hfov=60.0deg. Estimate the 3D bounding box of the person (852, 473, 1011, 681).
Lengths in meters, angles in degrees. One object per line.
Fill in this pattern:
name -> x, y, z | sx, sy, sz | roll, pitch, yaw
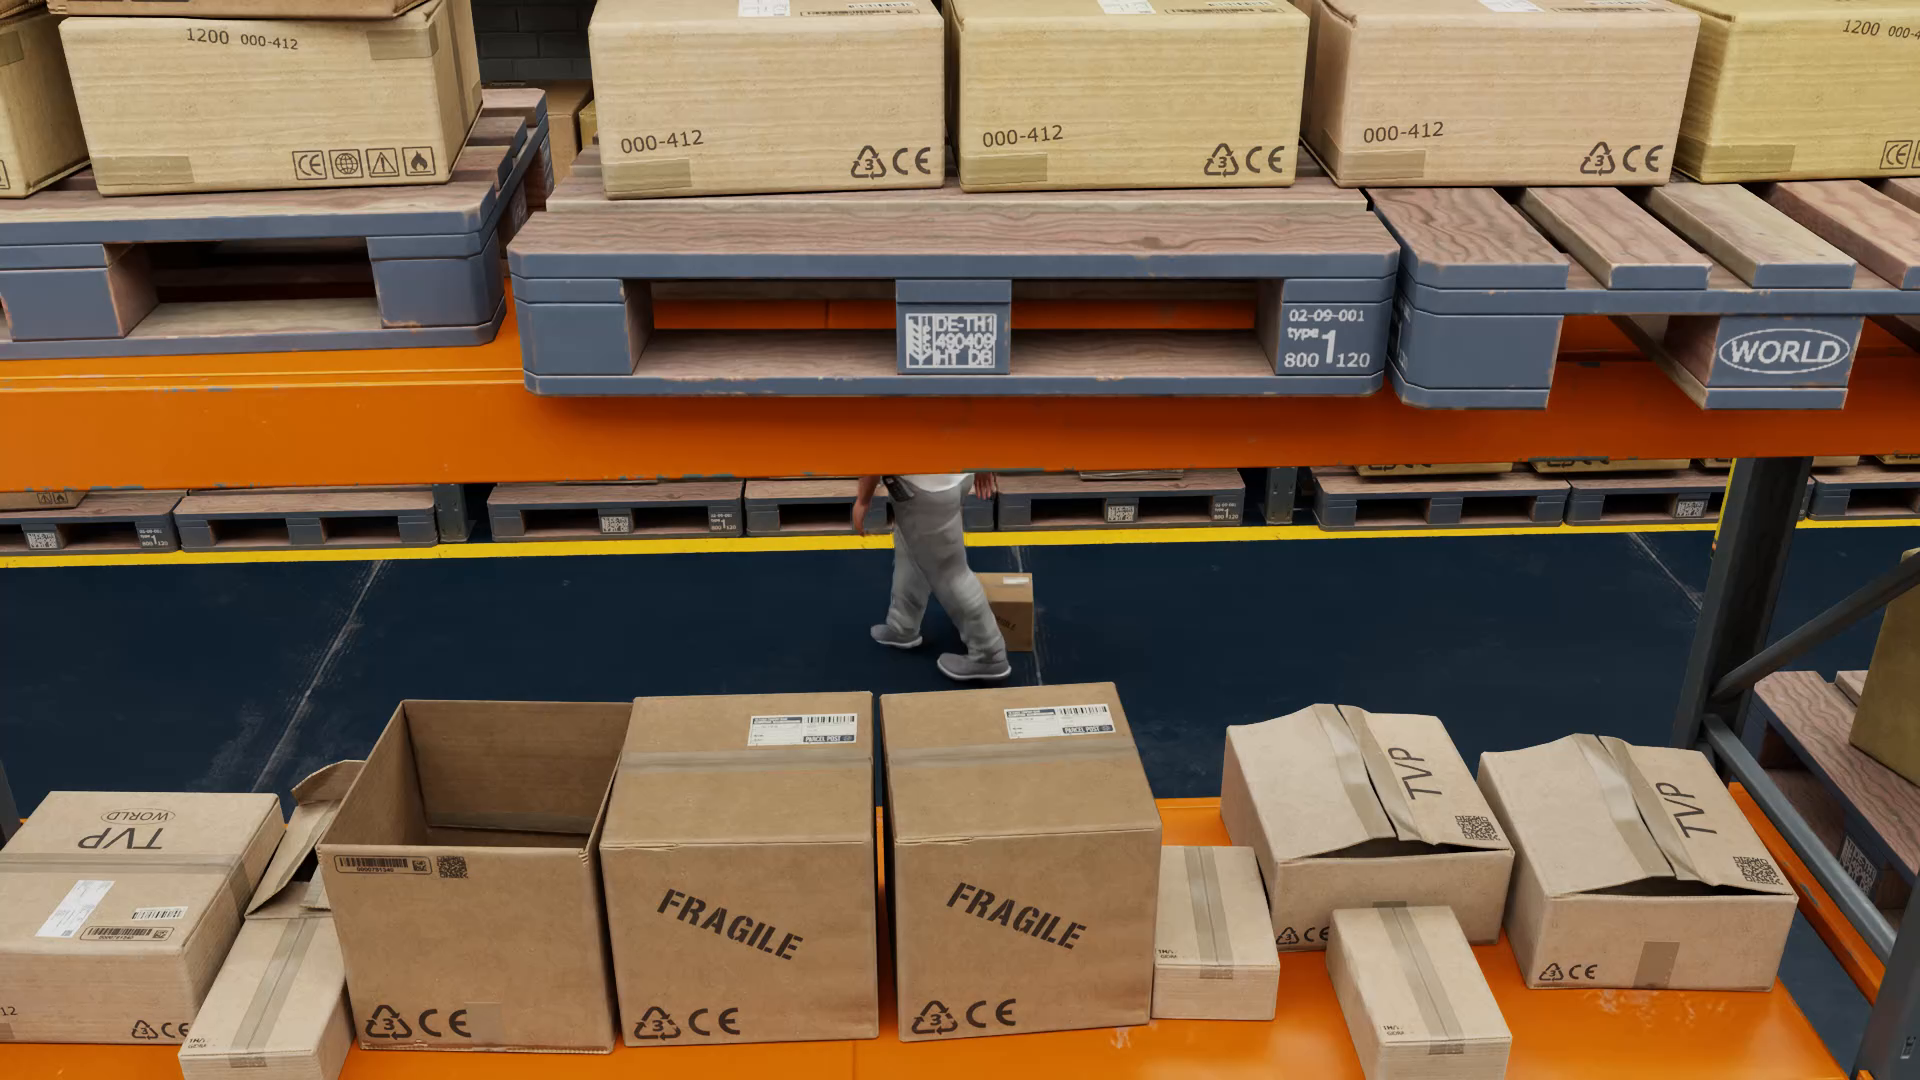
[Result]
person -> -0.148, -0.223, 6.529 | 0.736, 1.768, 0.567 | 11, 29, 21
